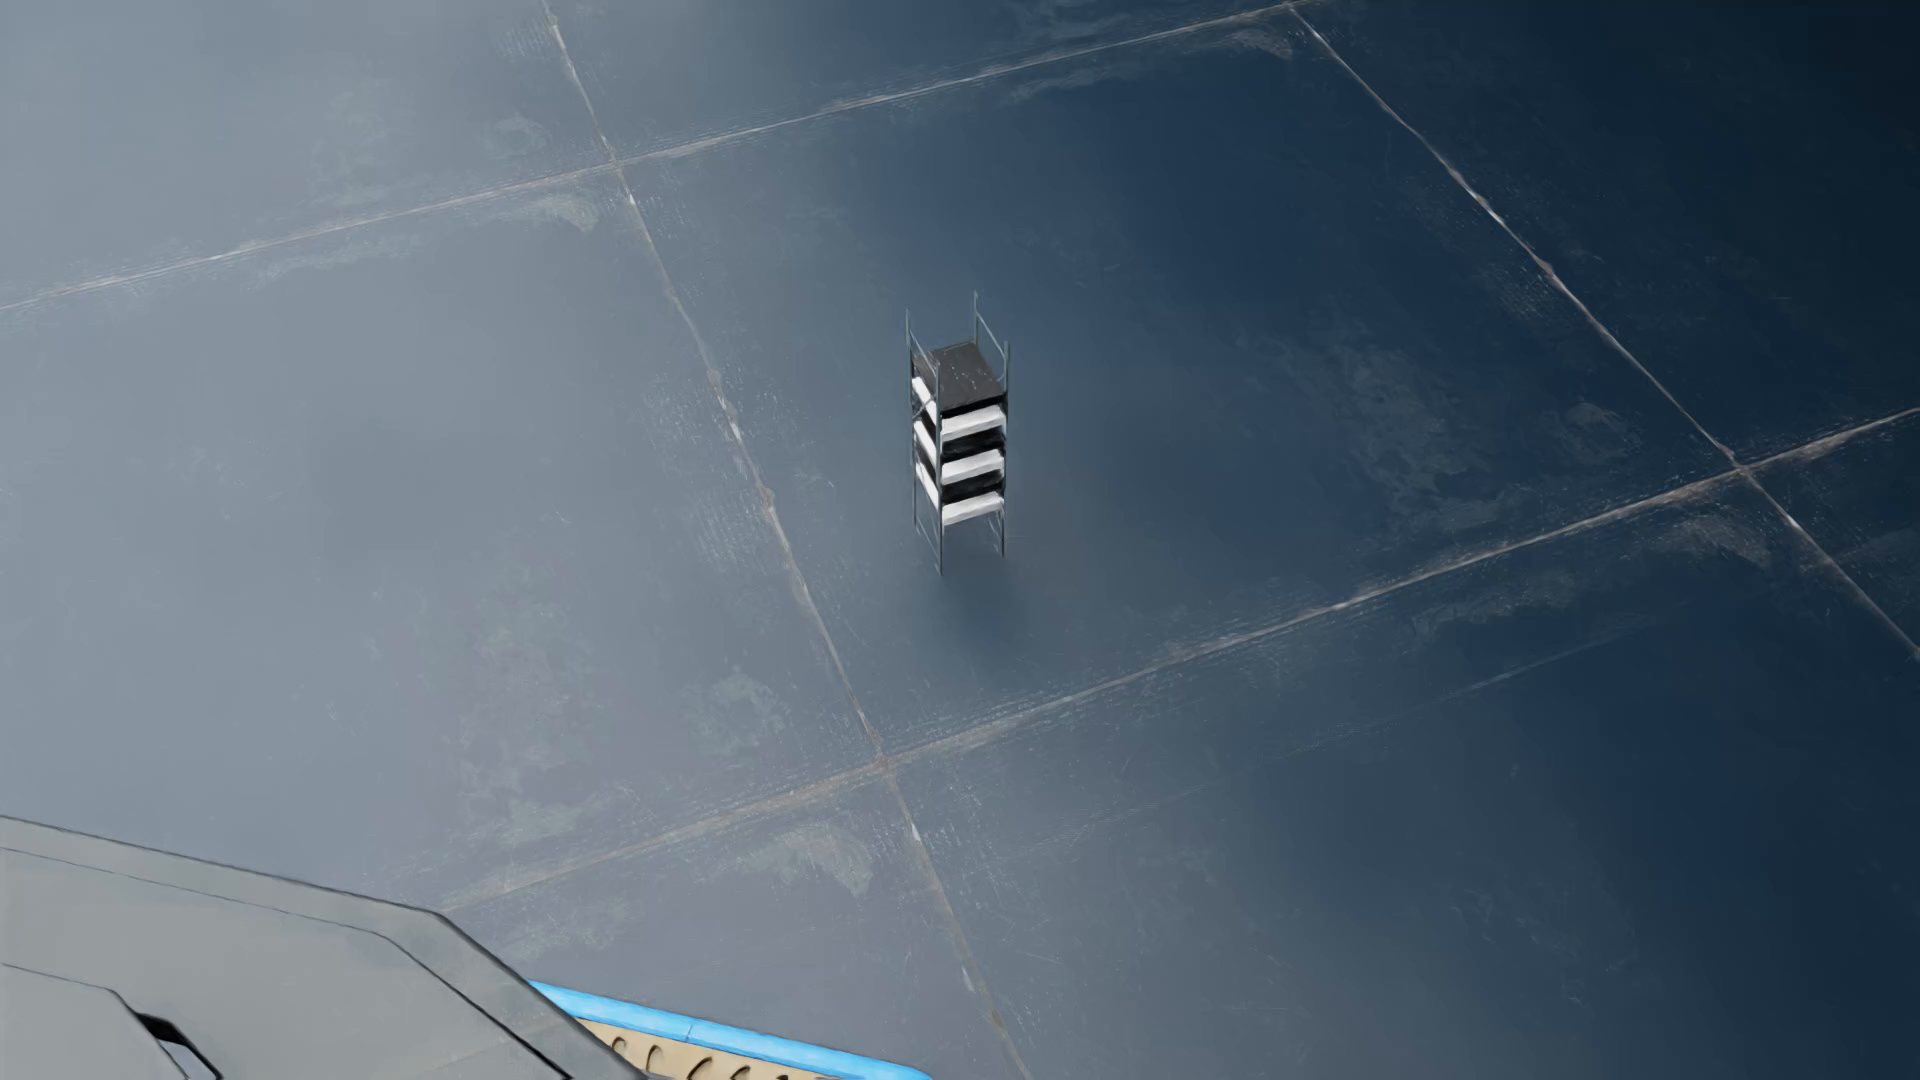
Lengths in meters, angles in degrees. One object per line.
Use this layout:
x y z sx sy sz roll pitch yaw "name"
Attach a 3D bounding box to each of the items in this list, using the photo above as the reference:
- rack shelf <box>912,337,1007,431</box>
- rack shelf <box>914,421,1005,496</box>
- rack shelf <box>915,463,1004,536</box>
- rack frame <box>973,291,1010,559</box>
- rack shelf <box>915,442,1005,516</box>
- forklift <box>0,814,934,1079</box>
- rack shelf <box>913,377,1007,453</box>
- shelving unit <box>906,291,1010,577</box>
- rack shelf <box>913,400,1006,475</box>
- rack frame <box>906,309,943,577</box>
-0.008 -0.445 4.727 0.200 0.077 0.258 -17 52 -14 "rack shelf"
-0.008 -0.269 4.932 0.200 0.077 0.258 -17 52 -14 "rack shelf"
-0.008 -0.152 5.068 0.200 0.077 0.258 -17 52 -14 "rack shelf"
0.087 -0.320 4.932 0.006 0.900 0.240 -17 52 -14 "rack frame"
-0.008 -0.211 5.000 0.200 0.077 0.258 -17 52 -14 "rack shelf"
-0.833 1.726 1.836 1.130 2.935 3.031 10 50 9 "forklift"
-0.008 -0.386 4.795 0.200 0.077 0.258 -17 52 -14 "rack shelf"
-0.008 -0.291 4.907 0.210 0.900 0.258 -17 52 -14 "shelving unit"
-0.008 -0.328 4.864 0.200 0.077 0.258 -17 52 -14 "rack shelf"
-0.102 -0.262 4.882 0.006 0.900 0.240 -17 52 -14 "rack frame"
